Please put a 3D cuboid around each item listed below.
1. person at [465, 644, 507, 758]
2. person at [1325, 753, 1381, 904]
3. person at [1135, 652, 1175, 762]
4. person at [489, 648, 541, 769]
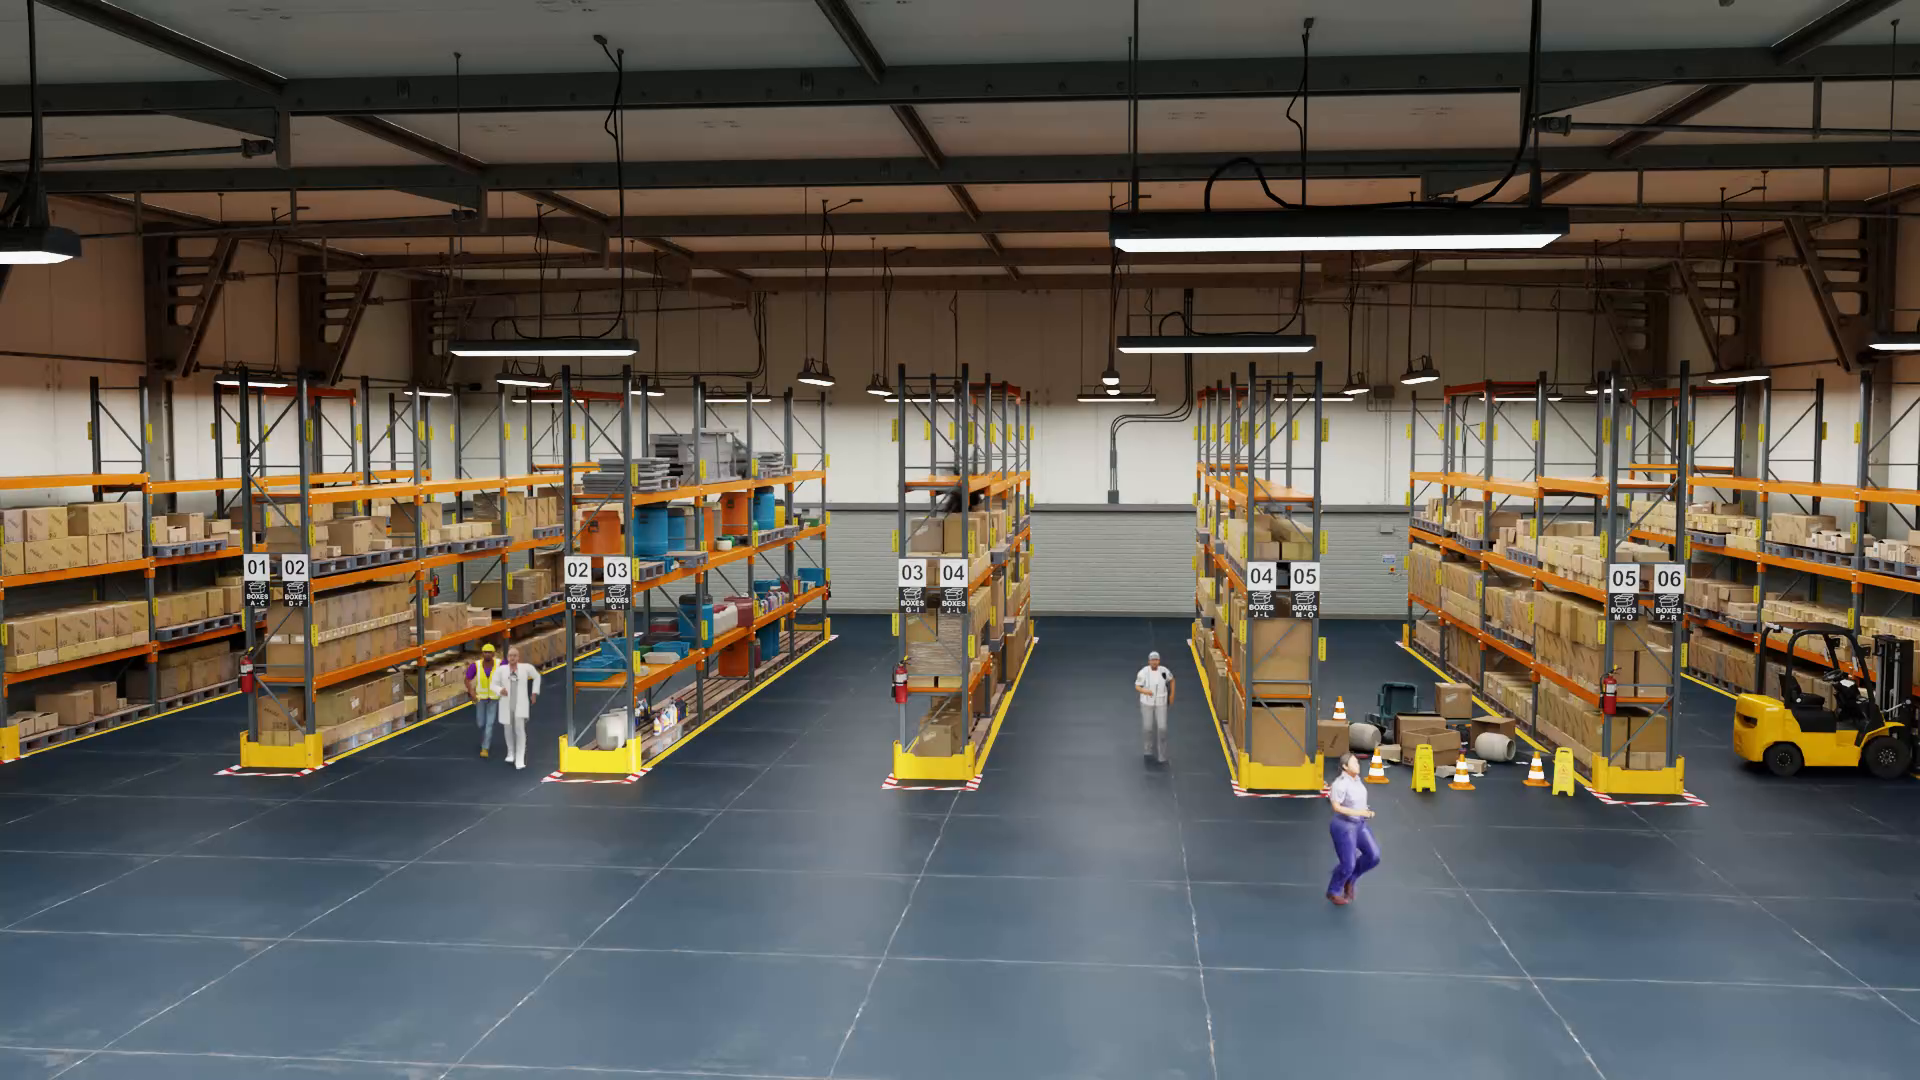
[{"bbox_3d":[-7.371,2.477,26.016,0.727,1.747,0.827,-1,4,-12],"label":"person"},{"bbox_3d":[4.150,3.056,17.597,0.570,1.617,0.661,3,5,41],"label":"person"},{"bbox_3d":[2.986,2.563,25.443,0.617,1.731,0.717,0,4,2],"label":"person"},{"bbox_3d":[-6.673,2.535,24.929,0.725,1.842,0.797,-1,4,-9],"label":"person"}]
